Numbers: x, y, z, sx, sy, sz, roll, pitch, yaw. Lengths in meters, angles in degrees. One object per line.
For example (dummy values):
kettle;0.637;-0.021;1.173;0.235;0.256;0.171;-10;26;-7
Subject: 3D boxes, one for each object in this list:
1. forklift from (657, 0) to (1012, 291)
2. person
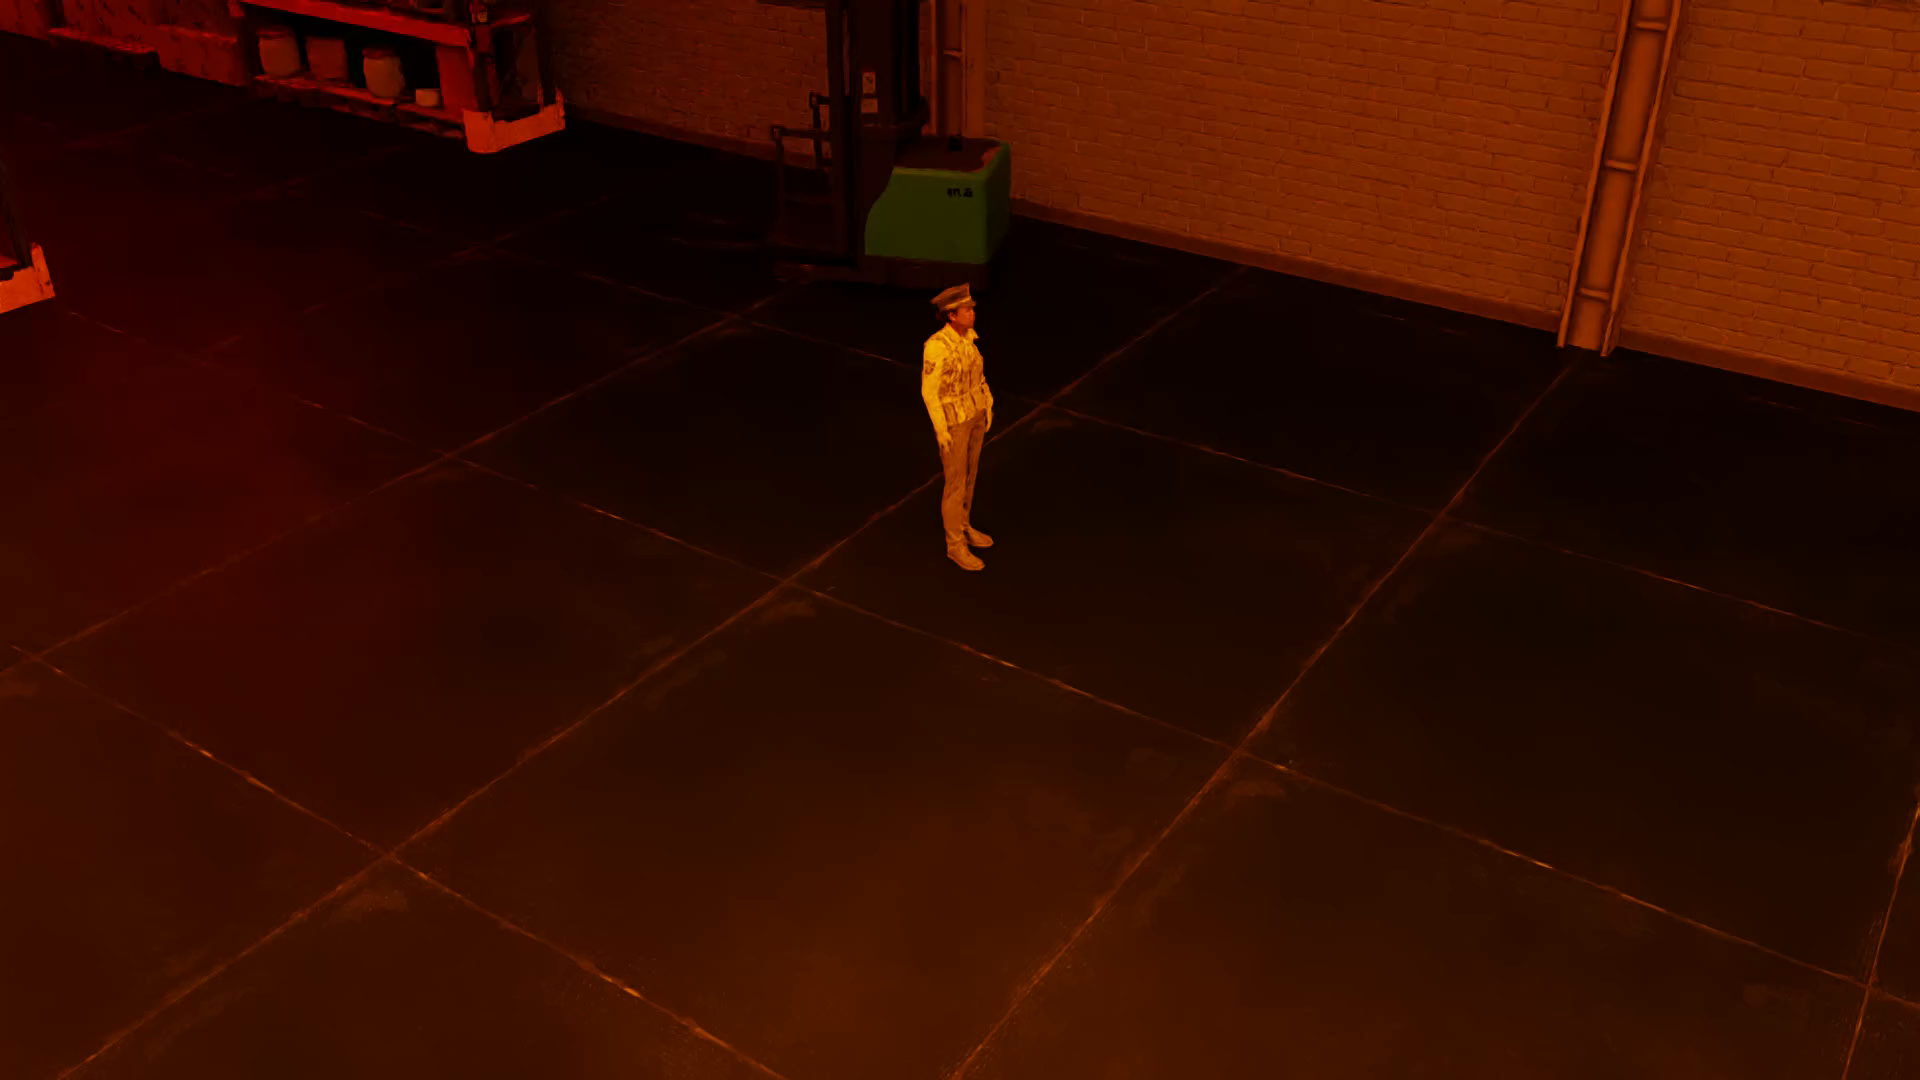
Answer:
forklift;-1.121;-3.717;13.982;3.031;2.935;1.130;7;31;12
person;0.052;-0.717;10.033;0.533;1.695;0.586;19;35;29
